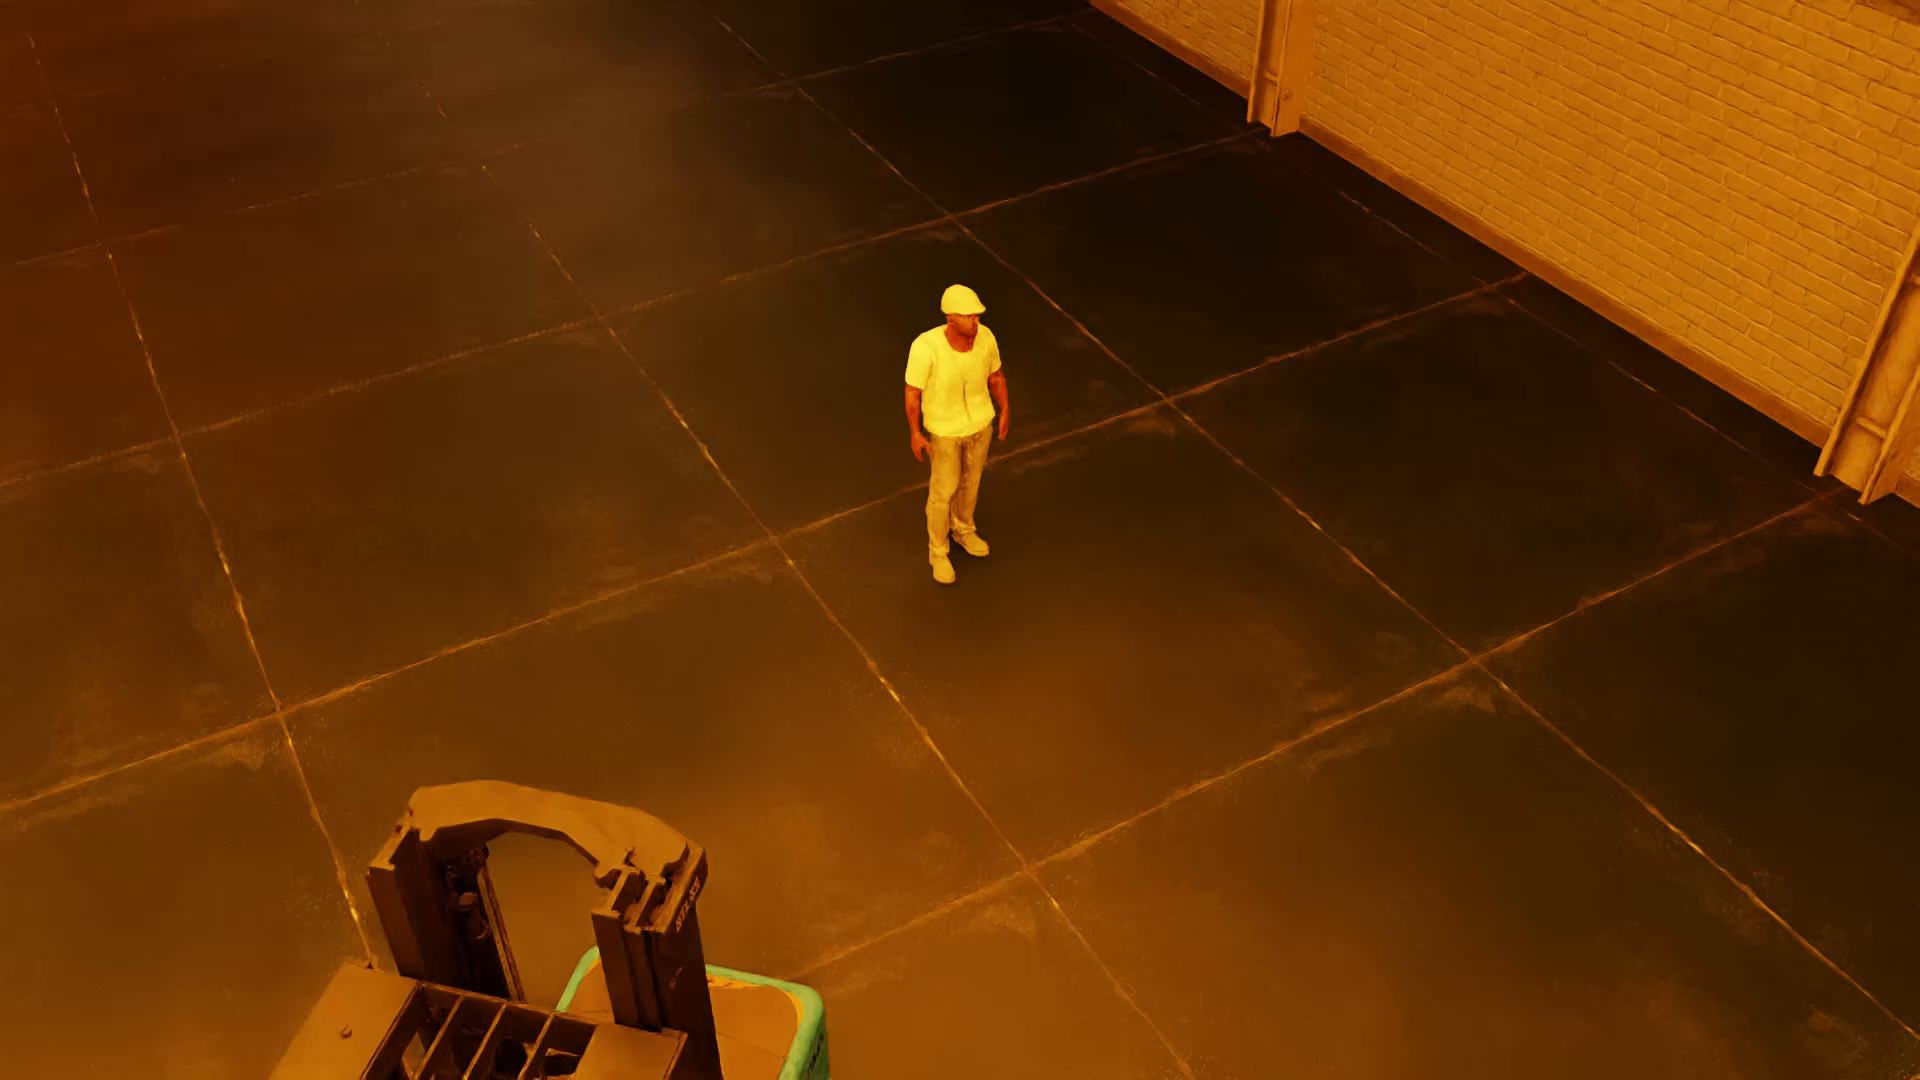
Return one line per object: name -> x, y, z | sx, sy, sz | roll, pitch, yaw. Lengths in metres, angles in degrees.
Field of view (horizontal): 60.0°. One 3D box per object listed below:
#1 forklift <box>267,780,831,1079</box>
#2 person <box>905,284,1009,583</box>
forklift -> -1.373, 2.300, 5.264 | 1.130, 2.935, 3.031 | 9, 41, 11
person -> 0.030, -0.645, 9.715 | 0.665, 1.766, 0.576 | -20, 44, -23
